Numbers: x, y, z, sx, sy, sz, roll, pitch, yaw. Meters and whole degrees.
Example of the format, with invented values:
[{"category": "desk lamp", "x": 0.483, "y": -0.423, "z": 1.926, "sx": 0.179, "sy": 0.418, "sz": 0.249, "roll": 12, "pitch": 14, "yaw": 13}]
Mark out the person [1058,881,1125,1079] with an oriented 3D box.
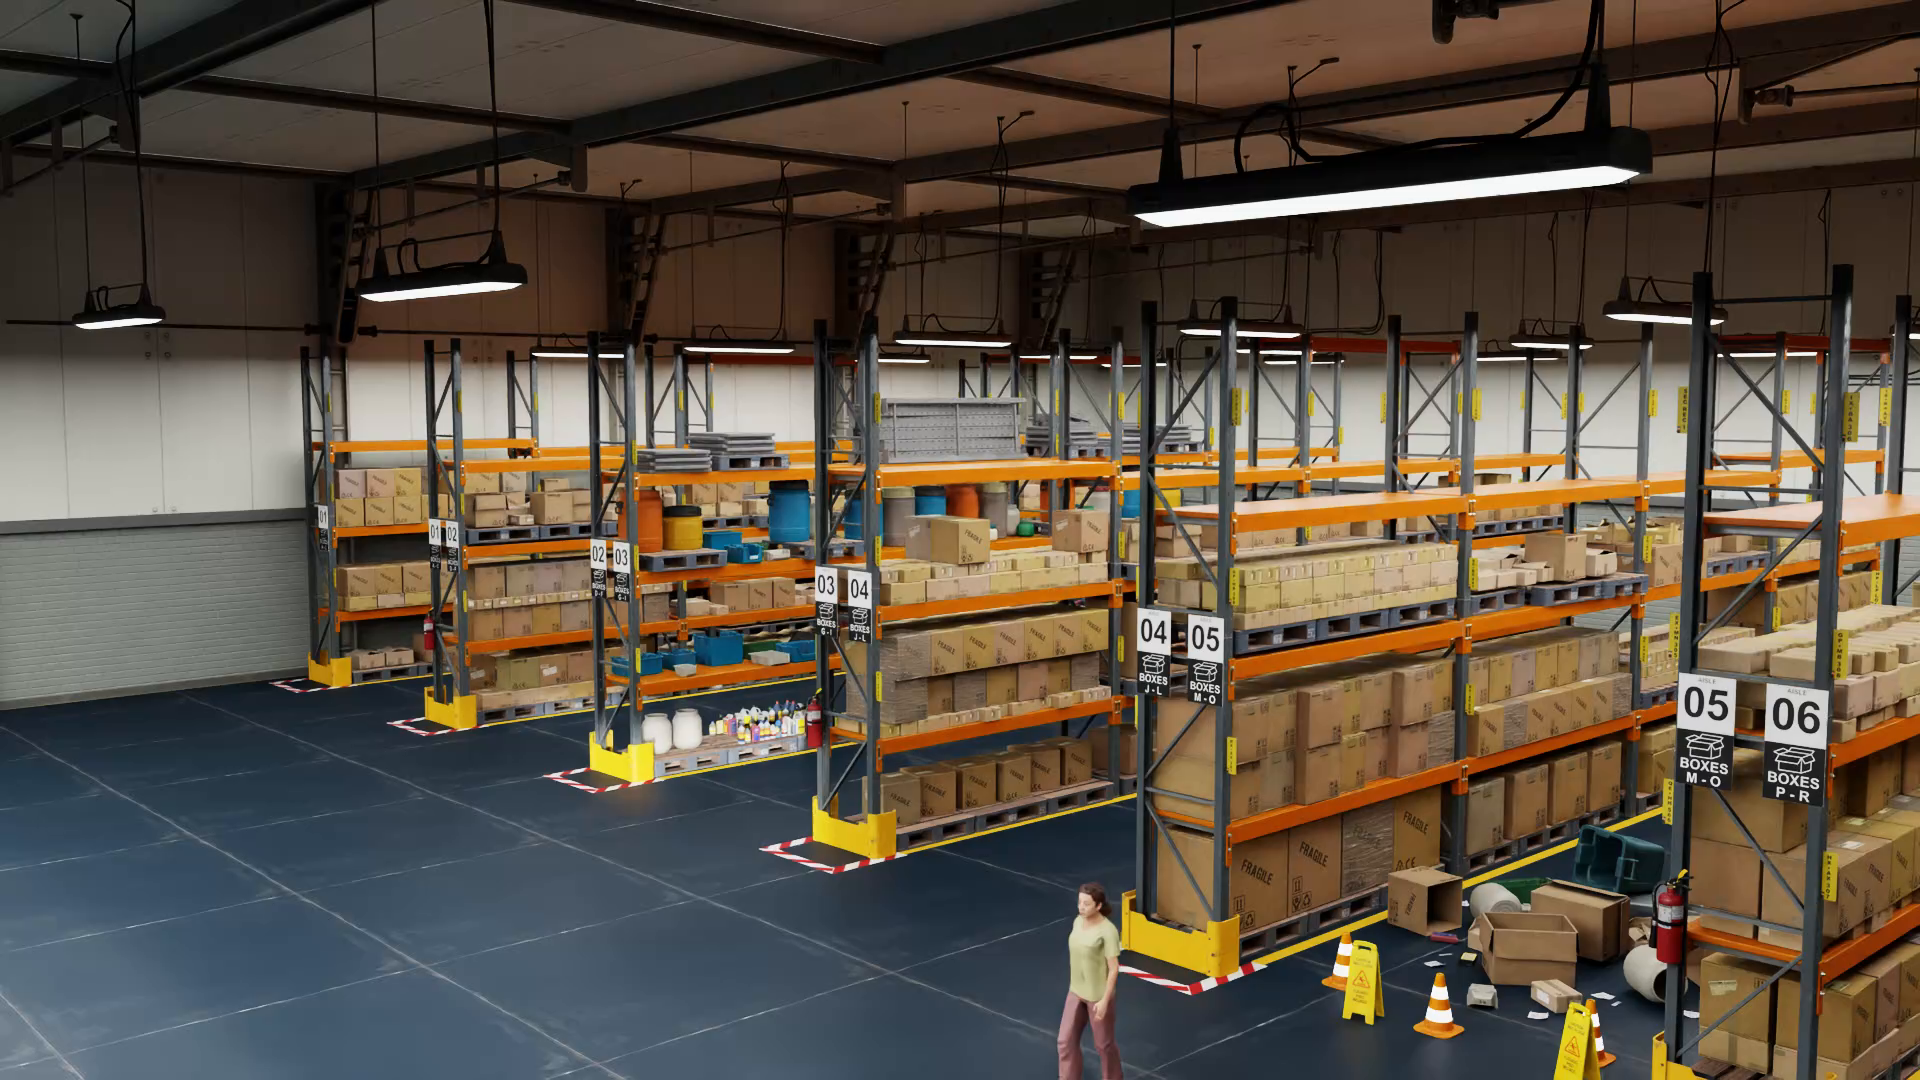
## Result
[{"category": "person", "x": 0.930, "y": 3.295, "z": 11.943, "sx": 0.639, "sy": 1.699, "sz": 0.501, "roll": -4, "pitch": 7, "yaw": -41}]
